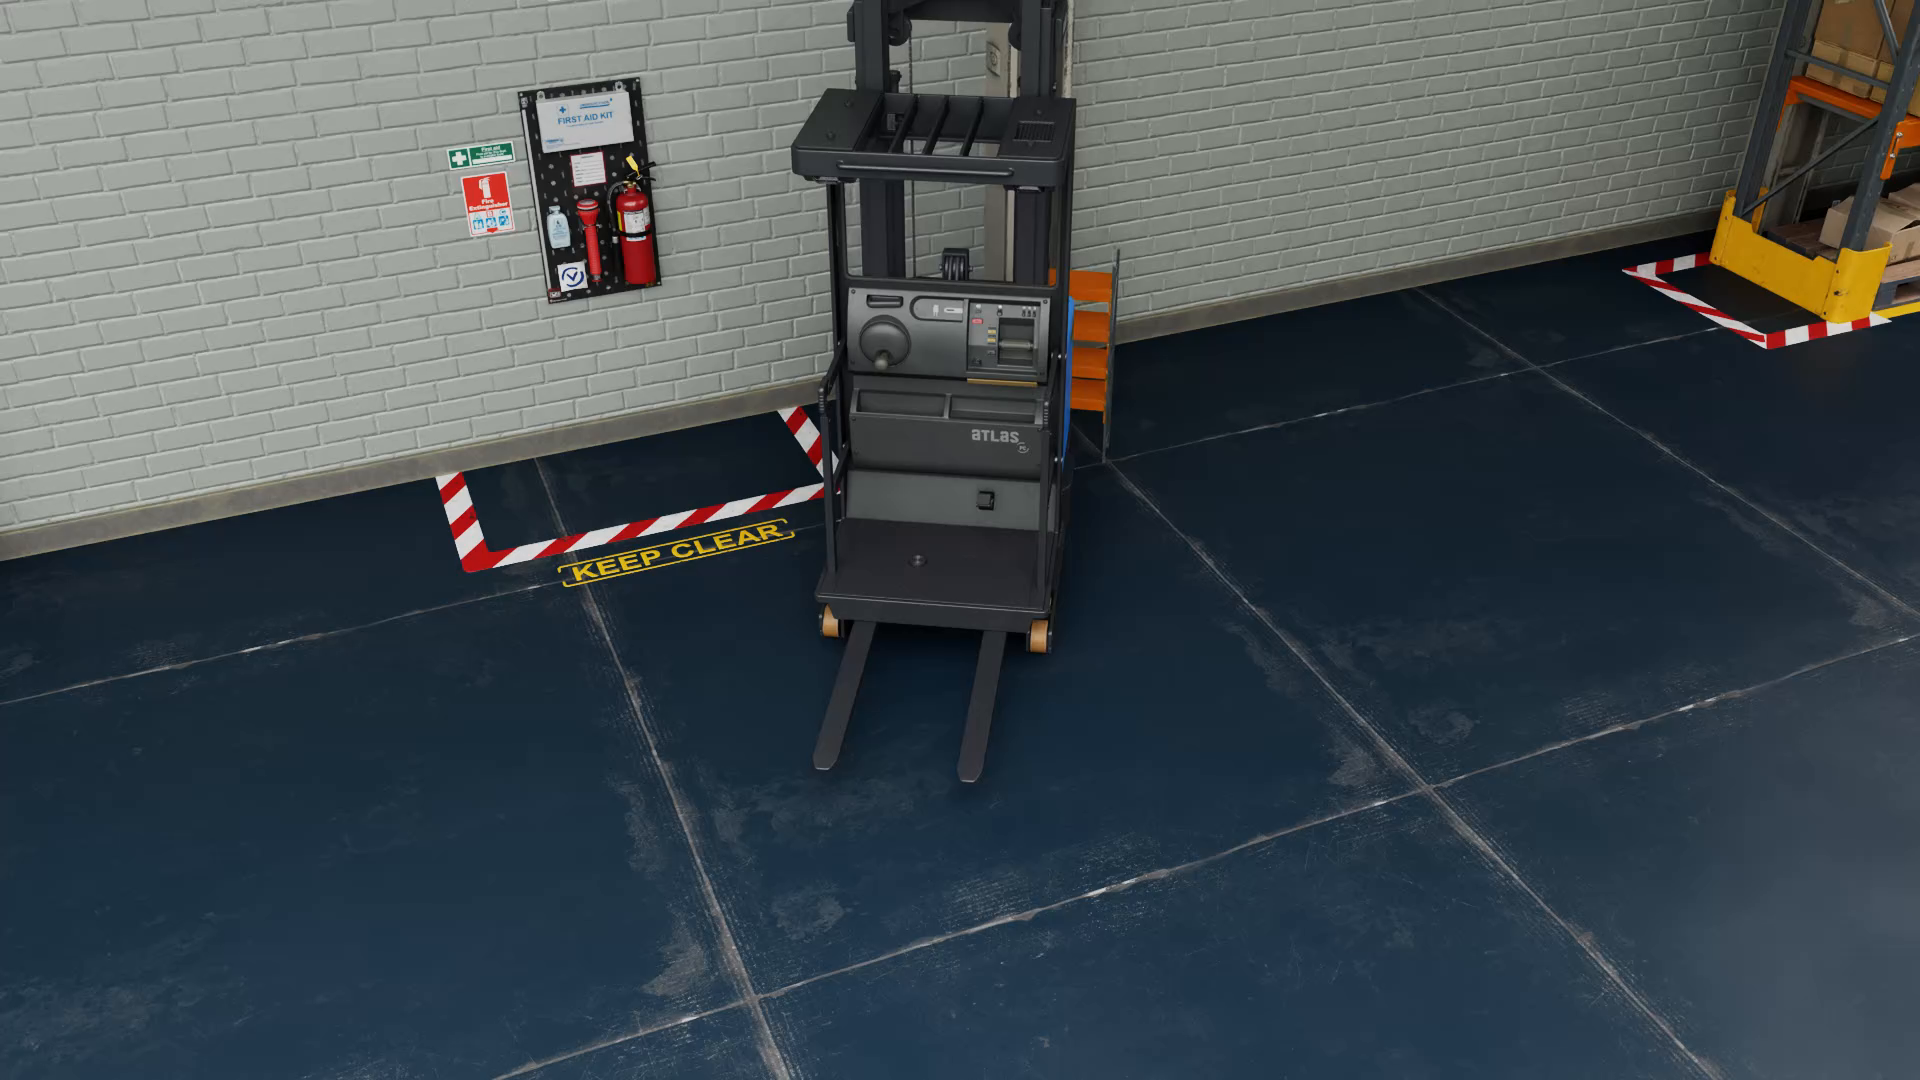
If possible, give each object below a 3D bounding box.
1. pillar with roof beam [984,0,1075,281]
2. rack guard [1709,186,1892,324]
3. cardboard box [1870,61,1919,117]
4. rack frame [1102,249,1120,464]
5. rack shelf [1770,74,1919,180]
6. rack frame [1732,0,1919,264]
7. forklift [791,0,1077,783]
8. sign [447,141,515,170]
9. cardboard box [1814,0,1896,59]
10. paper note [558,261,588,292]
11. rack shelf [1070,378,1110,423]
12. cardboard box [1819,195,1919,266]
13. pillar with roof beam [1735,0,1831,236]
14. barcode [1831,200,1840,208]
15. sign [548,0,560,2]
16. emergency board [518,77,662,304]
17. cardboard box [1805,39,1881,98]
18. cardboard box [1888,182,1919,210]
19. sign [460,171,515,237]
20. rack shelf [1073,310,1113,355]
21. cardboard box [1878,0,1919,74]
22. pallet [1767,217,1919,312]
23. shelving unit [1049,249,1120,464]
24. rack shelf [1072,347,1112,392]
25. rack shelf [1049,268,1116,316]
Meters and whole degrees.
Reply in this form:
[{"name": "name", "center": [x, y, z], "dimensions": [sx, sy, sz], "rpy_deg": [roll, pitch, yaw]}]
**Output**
[{"name": "pillar with roof beam", "center": [2.054, -2.650, 4.572], "dimensions": [0.400, 9.000, 9.100], "rpy_deg": [-13, 35, -19]}, {"name": "rack guard", "center": [5.679, -1.953, 11.292], "dimensions": [0.348, 0.500, 1.175], "rpy_deg": [-13, 35, -19]}, {"name": "cardboard box", "center": [6.182, -2.873, 10.534], "dimensions": [0.500, 0.250, 0.500], "rpy_deg": [-14, 36, -20]}, {"name": "rack frame", "center": [0.833, -1.001, 9.188], "dimensions": [0.015, 1.200, 0.240], "rpy_deg": [6, 34, 9]}, {"name": "rack shelf", "center": [7.453, -3.105, 11.431], "dimensions": [4.000, 0.370, 1.077], "rpy_deg": [-13, 35, -19]}, {"name": "rack frame", "center": [5.609, -2.984, 10.586], "dimensions": [0.127, 3.000, 1.000], "rpy_deg": [-13, 35, -19]}, {"name": "forklift", "center": [-0.079, -0.892, 7.433], "dimensions": [1.130, 2.935, 3.031], "rpy_deg": [4, 33, 6]}, {"name": "sign", "center": [-2.448, -1.966, 8.503], "dimensions": [0.331, 0.109, 0.001], "rpy_deg": [-13, 35, -19]}, {"name": "cardboard box", "center": [5.962, -3.450, 10.734], "dimensions": [0.500, 0.500, 0.500], "rpy_deg": [-13, 35, -19]}, {"name": "paper note", "center": [-2.096, -1.426, 8.999], "dimensions": [0.142, 0.148, 0.016], "rpy_deg": [-13, 35, -19]}, {"name": "rack shelf", "center": [0.594, -0.803, 9.371], "dimensions": [0.480, 0.148, 0.258], "rpy_deg": [6, 34, 9]}, {"name": "cardboard box", "center": [6.282, -2.142, 11.354], "dimensions": [0.500, 0.311, 0.500], "rpy_deg": [-17, 37, -24]}, {"name": "pillar with roof beam", "center": [7.586, -3.917, 6.519], "dimensions": [0.400, 9.000, 9.100], "rpy_deg": [-13, 35, -19]}, {"name": "barcode", "center": [6.144, -2.351, 11.667], "dimensions": [0.075, 0.075, 0.001], "rpy_deg": [-13, 35, -19]}, {"name": "sign", "center": [-1.952, -2.818, 8.205], "dimensions": [0.199, 0.298, 0.001], "rpy_deg": [-13, 35, -19]}, {"name": "emergency board", "center": [-1.906, -1.798, 8.762], "dimensions": [0.643, 1.169, 0.194], "rpy_deg": [-13, 35, -19]}, {"name": "cardboard box", "center": [5.965, -3.126, 10.923], "dimensions": [0.500, 0.250, 0.500], "rpy_deg": [-12, 35, -18]}, {"name": "cardboard box", "center": [6.808, -2.263, 11.539], "dimensions": [0.500, 0.311, 0.500], "rpy_deg": [-10, 34, -15]}, {"name": "sign", "center": [-2.455, -1.748, 8.653], "dimensions": [0.234, 0.329, 0.001], "rpy_deg": [-13, 35, -19]}, {"name": "rack shelf", "center": [0.594, -1.157, 9.141], "dimensions": [0.480, 0.148, 0.258], "rpy_deg": [6, 34, 9]}, {"name": "cardboard box", "center": [6.166, -3.194, 10.340], "dimensions": [0.500, 0.500, 0.500], "rpy_deg": [-13, 35, -19]}, {"name": "pallet", "center": [6.442, -1.985, 11.608], "dimensions": [1.213, 0.211, 1.003], "rpy_deg": [-13, 35, -19]}, {"name": "shelving unit", "center": [0.594, -1.026, 9.226], "dimensions": [0.503, 1.200, 0.258], "rpy_deg": [6, 34, 9]}, {"name": "rack shelf", "center": [0.594, -0.969, 9.263], "dimensions": [0.480, 0.148, 0.258], "rpy_deg": [6, 34, 9]}, {"name": "rack shelf", "center": [0.594, -1.355, 9.012], "dimensions": [0.480, 0.148, 0.258], "rpy_deg": [6, 34, 9]}]
